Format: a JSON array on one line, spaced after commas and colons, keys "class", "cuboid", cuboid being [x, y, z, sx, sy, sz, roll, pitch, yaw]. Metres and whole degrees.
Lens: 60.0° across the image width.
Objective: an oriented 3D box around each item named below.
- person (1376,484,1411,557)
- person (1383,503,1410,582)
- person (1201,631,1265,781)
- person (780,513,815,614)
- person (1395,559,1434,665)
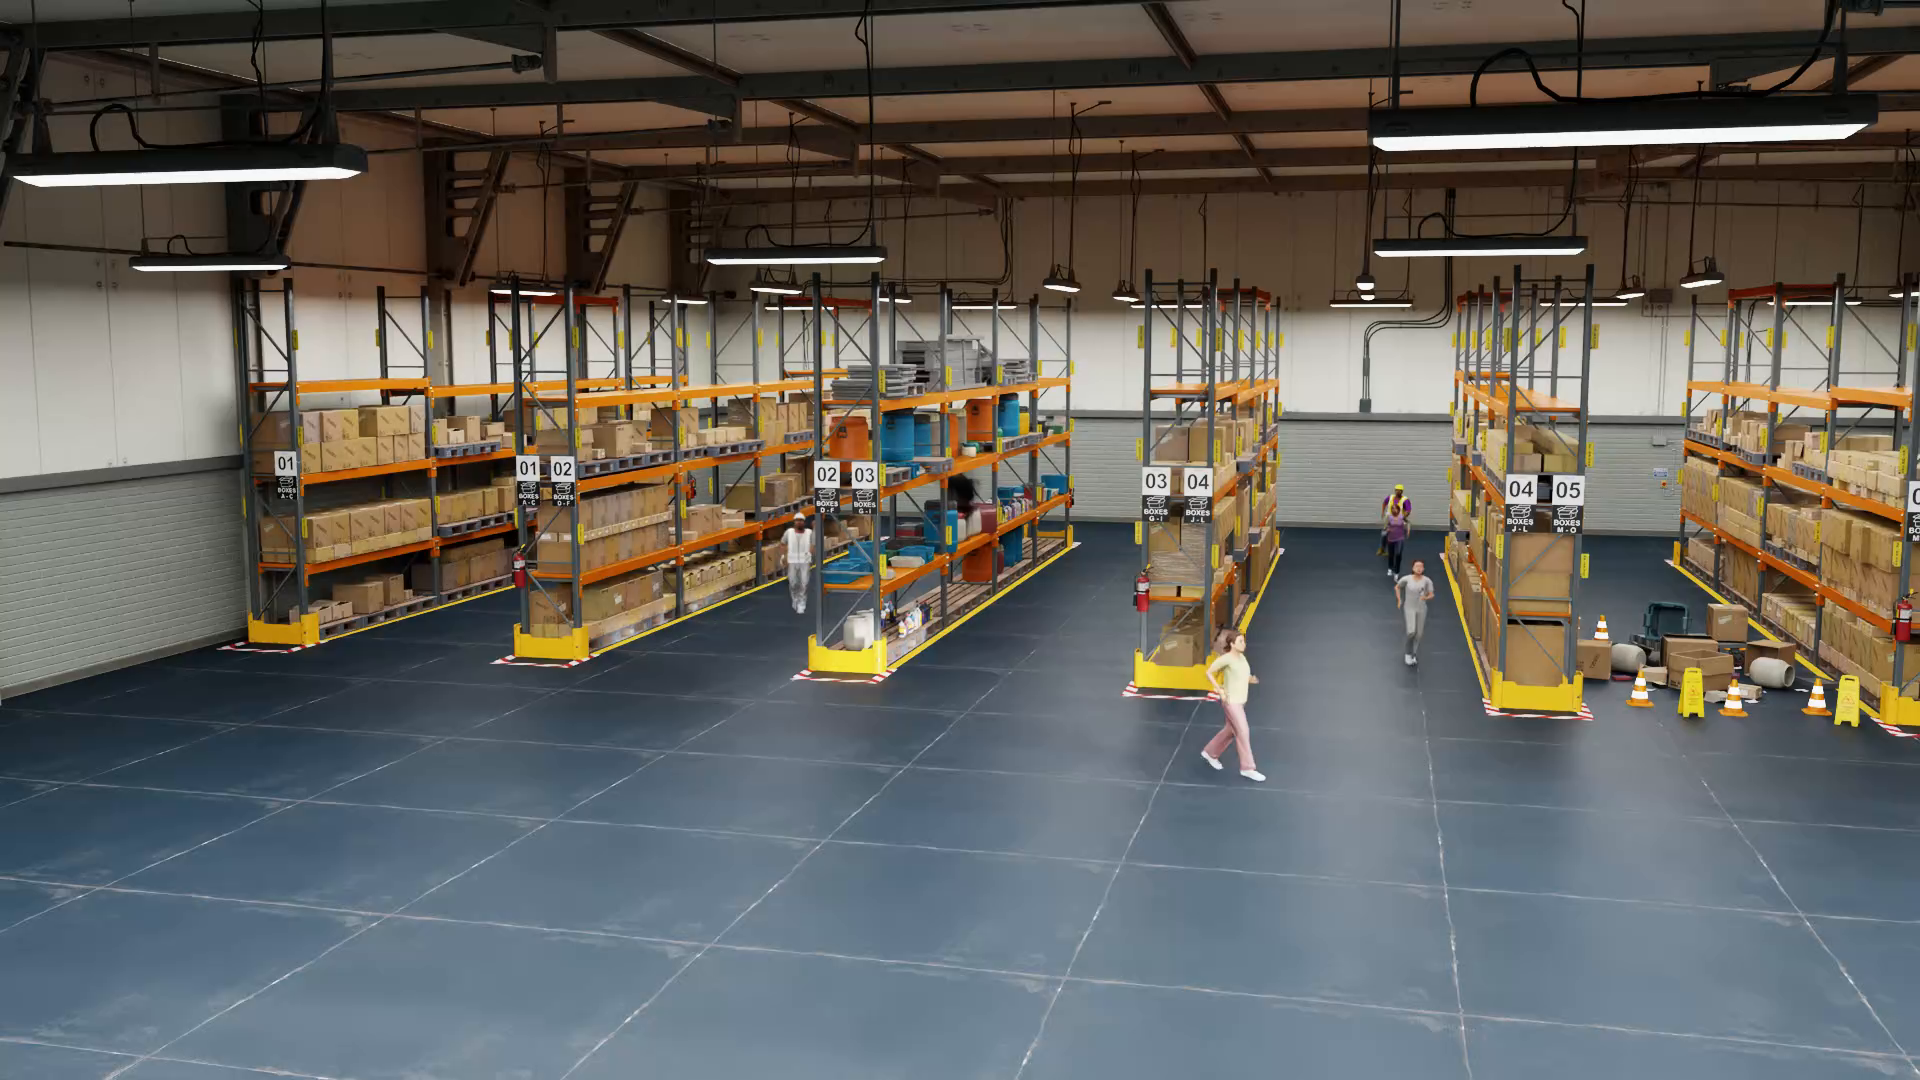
[{"class": "person", "cuboid": [9.977, -0.436, 38.242, 0.762, 1.710, 0.611, 3, 8, 27]}, {"class": "person", "cuboid": [9.131, 0.041, 34.818, 0.548, 1.630, 0.842, 2, 7, 18]}, {"class": "person", "cuboid": [3.150, 1.865, 19.079, 0.874, 1.671, 0.577, 5, 9, 38]}, {"class": "person", "cuboid": [-2.776, 0.407, 28.716, 0.684, 1.746, 0.540, 0, 7, -3]}, {"class": "person", "cuboid": [7.002, 1.107, 25.580, 0.552, 1.639, 0.613, 1, 7, 5]}]
